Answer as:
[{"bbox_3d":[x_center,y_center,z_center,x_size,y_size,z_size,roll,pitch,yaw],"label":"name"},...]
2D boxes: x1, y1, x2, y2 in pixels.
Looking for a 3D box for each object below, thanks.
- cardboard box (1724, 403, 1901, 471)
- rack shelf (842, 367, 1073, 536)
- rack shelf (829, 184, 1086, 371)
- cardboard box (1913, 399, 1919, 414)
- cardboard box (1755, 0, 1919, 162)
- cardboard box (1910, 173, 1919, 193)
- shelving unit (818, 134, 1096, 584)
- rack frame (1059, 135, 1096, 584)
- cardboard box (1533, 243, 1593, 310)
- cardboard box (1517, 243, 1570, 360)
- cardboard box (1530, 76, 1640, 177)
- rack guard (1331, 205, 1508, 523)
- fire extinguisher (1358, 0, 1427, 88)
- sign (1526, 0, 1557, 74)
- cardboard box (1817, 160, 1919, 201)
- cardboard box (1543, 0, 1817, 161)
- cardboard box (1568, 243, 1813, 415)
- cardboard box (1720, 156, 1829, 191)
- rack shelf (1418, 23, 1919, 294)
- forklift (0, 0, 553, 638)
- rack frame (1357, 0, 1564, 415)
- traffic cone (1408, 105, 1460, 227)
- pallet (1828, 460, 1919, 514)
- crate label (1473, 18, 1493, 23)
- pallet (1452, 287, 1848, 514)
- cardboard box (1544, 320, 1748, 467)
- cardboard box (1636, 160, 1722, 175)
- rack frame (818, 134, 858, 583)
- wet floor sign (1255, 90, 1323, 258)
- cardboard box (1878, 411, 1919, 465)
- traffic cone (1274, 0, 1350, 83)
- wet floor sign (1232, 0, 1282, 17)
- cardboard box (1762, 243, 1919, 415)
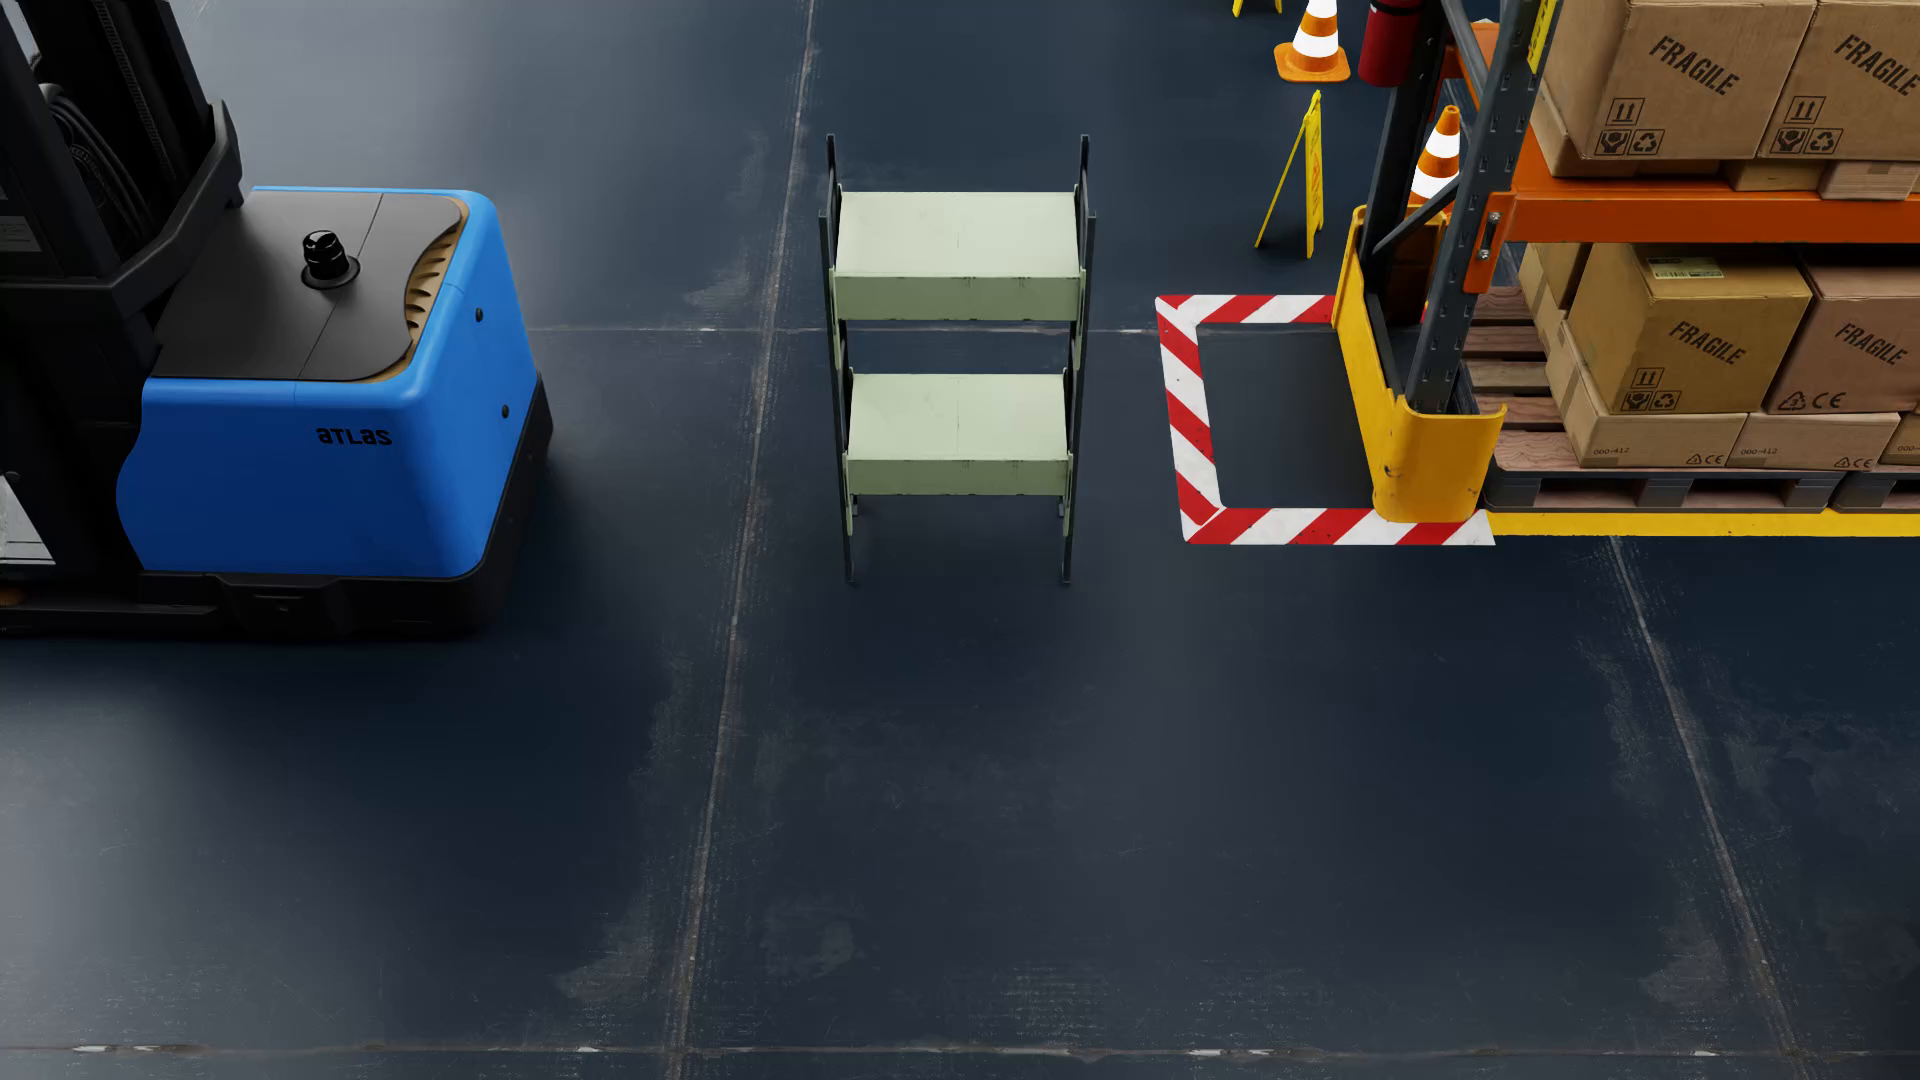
[{"bbox_3d":[2.875,-0.505,5.763,0.500,0.250,0.500,2,47,2],"label":"cardboard box"},{"bbox_3d":[-0.007,-0.289,5.440,0.720,0.370,0.431,0,47,0],"label":"rack shelf"},{"bbox_3d":[-0.007,-0.777,4.915,0.720,0.370,0.431,0,47,0],"label":"rack shelf"},{"bbox_3d":[3.413,-0.762,5.490,0.500,0.500,0.500,1,47,1],"label":"cardboard box"},{"bbox_3d":[2.550,-1.443,4.772,0.500,0.500,0.500,1,47,1],"label":"cardboard box"},{"bbox_3d":[2.928,-1.212,5.000,0.250,0.149,0.380,1,47,1],"label":"cardboard box"},{"bbox_3d":[-0.007,-0.511,5.201,0.755,1.500,0.431,0,47,0],"label":"shelving unit"},{"bbox_3d":[0.359,-0.510,5.200,0.023,1.500,0.400,0,47,0],"label":"rack frame"},{"bbox_3d":[2.361,-1.161,5.861,0.500,0.500,0.500,0,47,0],"label":"cardboard box"},{"bbox_3d":[2.392,-0.911,6.141,0.500,0.250,0.500,0,47,0],"label":"cardboard box"},{"bbox_3d":[1.898,-1.272,5.057,0.250,0.149,0.380,0,47,0],"label":"cardboard box"},{"bbox_3d":[1.635,-0.659,6.022,0.348,0.500,1.175,0,47,0],"label":"rack guard"},{"bbox_3d":[1.446,-1.822,5.449,0.183,0.674,0.296,0,47,0],"label":"fire extinguisher"},{"bbox_3d":[1.557,-1.408,4.420,0.005,0.325,0.100,0,47,0],"label":"sign"},{"bbox_3d":[2.669,-1.188,4.978,0.250,0.149,0.380,1,47,1],"label":"cardboard box"},{"bbox_3d":[2.032,-1.442,4.771,0.500,0.500,0.500,0,47,0],"label":"cardboard box"},{"bbox_3d":[2.388,-0.768,5.495,0.500,0.500,0.500,-1,47,-1],"label":"cardboard box"},{"bbox_3d":[2.415,-1.222,5.010,0.250,0.149,0.380,-1,47,-1],"label":"cardboard box"},{"bbox_3d":[3.559,-1.260,5.365,4.000,0.370,1.077,0,47,0],"label":"rack shelf"},{"bbox_3d":[-3.002,-1.077,4.750,3.031,2.935,1.130,1,47,1],"label":"forklift"},{"bbox_3d":[1.559,-1.511,5.107,0.127,3.000,1.000,0,47,0],"label":"rack frame"},{"bbox_3d":[1.994,-1.589,6.913,0.334,0.463,0.336,0,47,0],"label":"traffic cone"},{"bbox_3d":[3.664,-0.527,6.096,1.213,0.211,1.003,0,47,0],"label":"pallet"},{"bbox_3d":[2.444,-2.335,7.830,0.298,0.136,0.250,-23,51,-20],"label":"crate label"},{"bbox_3d":[2.447,-0.532,6.101,1.213,0.211,1.003,0,47,0],"label":"pallet"},{"bbox_3d":[2.365,-0.512,5.769,0.500,0.250,0.500,0,47,0],"label":"cardboard box"},{"bbox_3d":[2.150,-1.282,5.066,0.250,0.149,0.380,1,47,1],"label":"cardboard box"},{"bbox_3d":[-0.373,-0.512,5.202,0.023,1.500,0.400,0,47,0],"label":"rack frame"},{"bbox_3d":[1.373,-1.492,6.698,0.232,0.644,0.267,15,49,14],"label":"wet floor sign"},{"bbox_3d":[3.421,-0.513,5.770,0.500,0.250,0.500,3,47,3],"label":"cardboard box"},{"bbox_3d":[1.658,-2.403,7.670,0.334,0.463,0.336,0,47,0],"label":"traffic cone"},{"bbox_3d":[1.440,-2.883,7.992,0.232,0.644,0.267,-7,47,-7],"label":"wet floor sign"},{"bbox_3d":[2.911,-0.770,5.497,0.500,0.500,0.500,-1,47,-1],"label":"cardboard box"}]
